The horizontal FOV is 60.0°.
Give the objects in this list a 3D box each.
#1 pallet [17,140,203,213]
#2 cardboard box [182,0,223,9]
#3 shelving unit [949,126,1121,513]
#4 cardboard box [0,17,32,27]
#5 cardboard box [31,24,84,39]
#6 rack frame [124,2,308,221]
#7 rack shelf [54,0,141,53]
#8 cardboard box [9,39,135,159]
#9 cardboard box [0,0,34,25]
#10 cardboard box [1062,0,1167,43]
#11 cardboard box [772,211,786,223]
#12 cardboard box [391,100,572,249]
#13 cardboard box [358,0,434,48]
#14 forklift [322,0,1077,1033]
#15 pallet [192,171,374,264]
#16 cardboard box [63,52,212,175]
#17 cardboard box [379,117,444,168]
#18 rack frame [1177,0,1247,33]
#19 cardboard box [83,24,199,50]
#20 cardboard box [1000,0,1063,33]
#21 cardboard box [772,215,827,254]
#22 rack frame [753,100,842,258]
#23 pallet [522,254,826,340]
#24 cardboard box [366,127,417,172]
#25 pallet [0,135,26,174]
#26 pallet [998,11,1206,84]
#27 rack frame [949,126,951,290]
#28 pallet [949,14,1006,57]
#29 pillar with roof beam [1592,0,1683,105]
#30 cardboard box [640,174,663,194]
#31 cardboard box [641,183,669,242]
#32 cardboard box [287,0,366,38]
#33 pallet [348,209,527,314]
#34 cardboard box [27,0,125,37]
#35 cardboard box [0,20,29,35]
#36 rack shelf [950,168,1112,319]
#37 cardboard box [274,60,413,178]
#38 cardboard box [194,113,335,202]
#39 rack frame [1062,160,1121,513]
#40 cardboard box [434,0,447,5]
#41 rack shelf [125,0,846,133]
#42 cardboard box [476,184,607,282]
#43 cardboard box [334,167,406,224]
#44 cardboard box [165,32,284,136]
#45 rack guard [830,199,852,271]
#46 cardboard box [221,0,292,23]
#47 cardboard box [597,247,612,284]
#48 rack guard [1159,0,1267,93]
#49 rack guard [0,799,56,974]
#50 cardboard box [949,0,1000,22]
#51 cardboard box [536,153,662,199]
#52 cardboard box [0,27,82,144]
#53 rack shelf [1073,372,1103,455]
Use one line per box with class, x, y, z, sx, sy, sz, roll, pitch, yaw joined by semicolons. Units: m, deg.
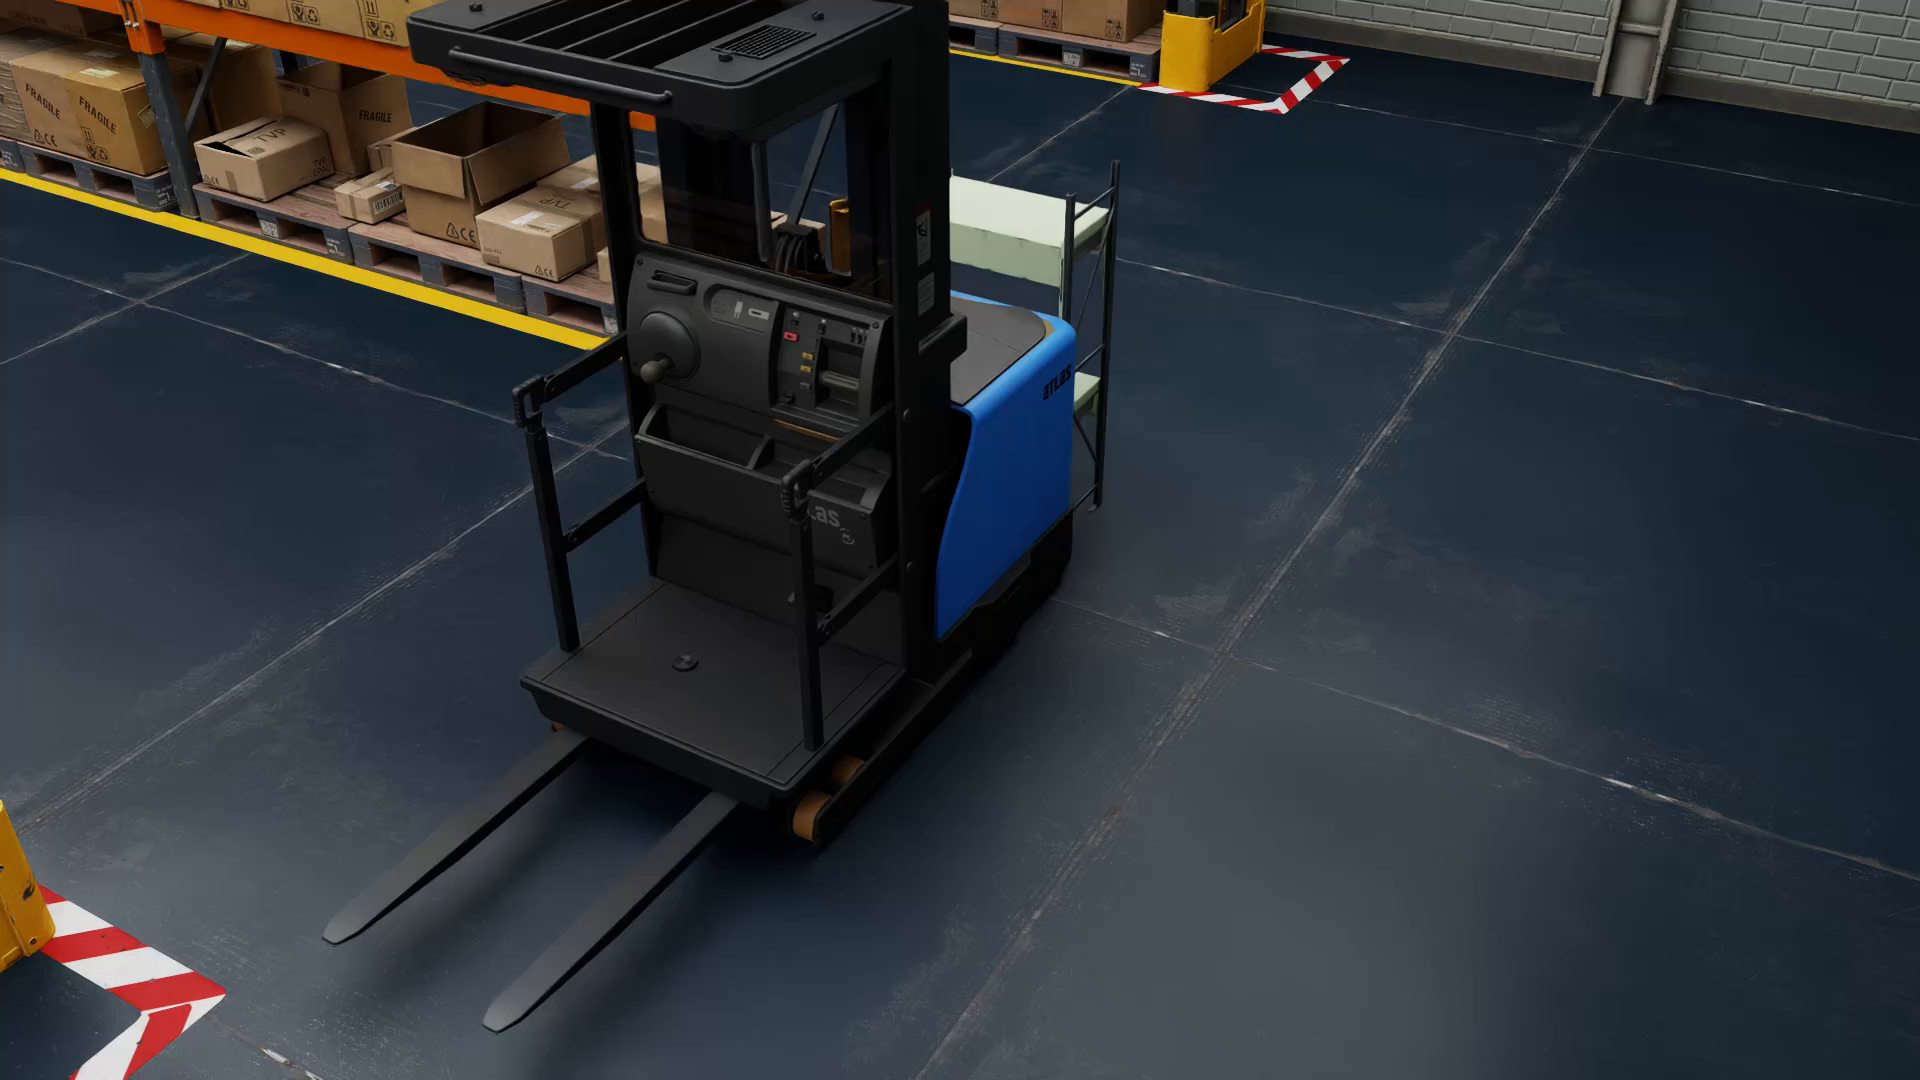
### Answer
pallet;-4.889;-2.372;10.122;1.213;0.211;1.003;18;37;24
cardboard box;-3.857;-3.098;8.605;0.500;0.500;0.500;19;38;26
shelving unit;0.169;-0.789;6.581;0.755;1.500;0.431;18;38;25
cardboard box;-5.801;-3.142;10.620;0.500;0.500;0.500;16;37;23
cardboard box;-5.362;-3.003;10.411;0.500;0.500;0.500;18;38;25
rack frame;-4.164;-3.327;9.040;0.127;3.000;1.000;18;37;24
rack shelf;-5.901;-3.578;10.066;4.000;0.370;1.077;18;37;24
cardboard box;-5.160;-2.608;9.818;0.500;0.500;0.500;18;38;25
cardboard box;-5.767;-3.445;10.399;0.500;0.250;0.500;17;37;24
cardboard box;1.106;-3.891;11.763;0.500;0.500;0.700;18;37;24
cardboard box;-1.102;-1.580;8.576;0.250;0.166;0.380;18;37;24
cardboard box;-2.531;-1.957;8.838;0.637;0.503;0.797;18;37;24
cardboard box;-2.535;-2.680;7.979;0.500;0.500;0.500;17;37;24
forklift;-0.743;-0.549;4.930;1.130;2.935;3.031;18;38;25
pallet;-3.569;-1.977;9.529;1.213;0.211;1.003;18;37;24
cardboard box;-4.735;-2.468;9.608;0.500;0.500;0.500;17;37;24
cardboard box;-2.878;-2.165;9.323;0.500;0.311;0.500;18;37;24
rack frame;1.763;-4.612;10.970;0.127;3.000;1.000;18;37;24
cardboard box;-4.932;-2.862;10.199;0.500;0.500;0.500;18;38;25
cardboard box;0.671;-4.028;11.969;0.500;0.500;0.700;17;37;24
cardboard box;-0.885;-1.504;8.478;0.250;0.149;0.380;18;37;24
rack frame;-0.691;-2.227;7.388;0.127;3.000;1.000;18;37;24
pallet;-1.450;-1.306;8.521;1.213;0.211;1.003;18;37;24
cardboard box;-3.174;-2.229;9.567;0.250;0.149;0.380;18;37;24
pallet;-5.953;-2.707;10.625;1.213;0.211;1.003;18;37;24
pallet;1.030;-3.634;12.016;1.213;0.211;1.003;18;37;24
rack frame;-0.147;-0.891;6.735;0.023;1.500;0.400;18;38;25
pallet;-0.025;-3.970;12.521;1.213;0.211;1.003;18;37;24
pillar with roof beam;2.401;-4.711;5.706;0.400;9.000;9.100;18;37;24
cardboard box;-1.457;-1.689;8.664;0.500;0.250;0.500;18;37;24
cardboard box;-1.286;-1.401;8.006;0.500;0.500;0.500;18;37;24
cardboard box;-2.978;-2.820;8.188;0.500;0.500;0.500;17;37;24
pallet;-2.505;-1.642;9.026;1.213;0.211;1.003;18;37;24
cardboard box;-5.332;-3.307;10.192;0.500;0.250;0.500;18;38;24
cardboard box;-6.038;-2.885;10.234;0.500;0.500;0.500;16;37;23
rack shelf;0.169;-1.114;6.365;0.720;0.370;0.431;18;38;25
cardboard box;-3.529;-2.450;9.581;0.500;0.500;0.500;18;37;24
cardboard box;-3.907;-2.172;9.334;0.500;0.311;0.500;18;37;24
rack frame;0.484;-0.686;6.427;0.023;1.500;0.400;18;38;25
cardboard box;-2.098;-2.542;7.770;0.500;0.500;0.500;18;38;25
rack shelf;-2.428;-2.478;8.414;4.000;0.370;1.077;18;37;24
cardboard box;-2.096;-1.572;8.489;0.500;0.250;0.500;18;37;24
cardboard box;-3.151;-1.878;9.024;0.250;0.166;0.380;18;37;24
cardboard box;-4.463;-2.720;9.987;0.500;0.500;0.500;16;37;22
rack guard;-0.757;-1.208;8.112;0.348;0.500;1.175;18;37;24
cardboard box;-3.411;-2.958;8.396;0.500;0.500;0.500;18;38;25
cardboard box;-1.593;-1.417;8.330;0.250;0.166;0.380;18;37;24
rack guard;1.784;-3.565;11.652;0.348;0.500;1.175;18;37;24
rack guard;-3.125;1.196;4.502;0.348;0.500;1.175;18;37;24
cardboard box;0.234;-4.166;12.177;0.500;0.500;0.700;16;37;23
cardboard box;-1.891;-1.827;8.871;0.500;0.250;0.500;18;37;24
cardboard box;-5.595;-2.746;10.025;0.500;0.500;0.500;18;38;25
rack shelf;0.169;-0.517;6.761;0.720;0.370;0.431;18;38;25
